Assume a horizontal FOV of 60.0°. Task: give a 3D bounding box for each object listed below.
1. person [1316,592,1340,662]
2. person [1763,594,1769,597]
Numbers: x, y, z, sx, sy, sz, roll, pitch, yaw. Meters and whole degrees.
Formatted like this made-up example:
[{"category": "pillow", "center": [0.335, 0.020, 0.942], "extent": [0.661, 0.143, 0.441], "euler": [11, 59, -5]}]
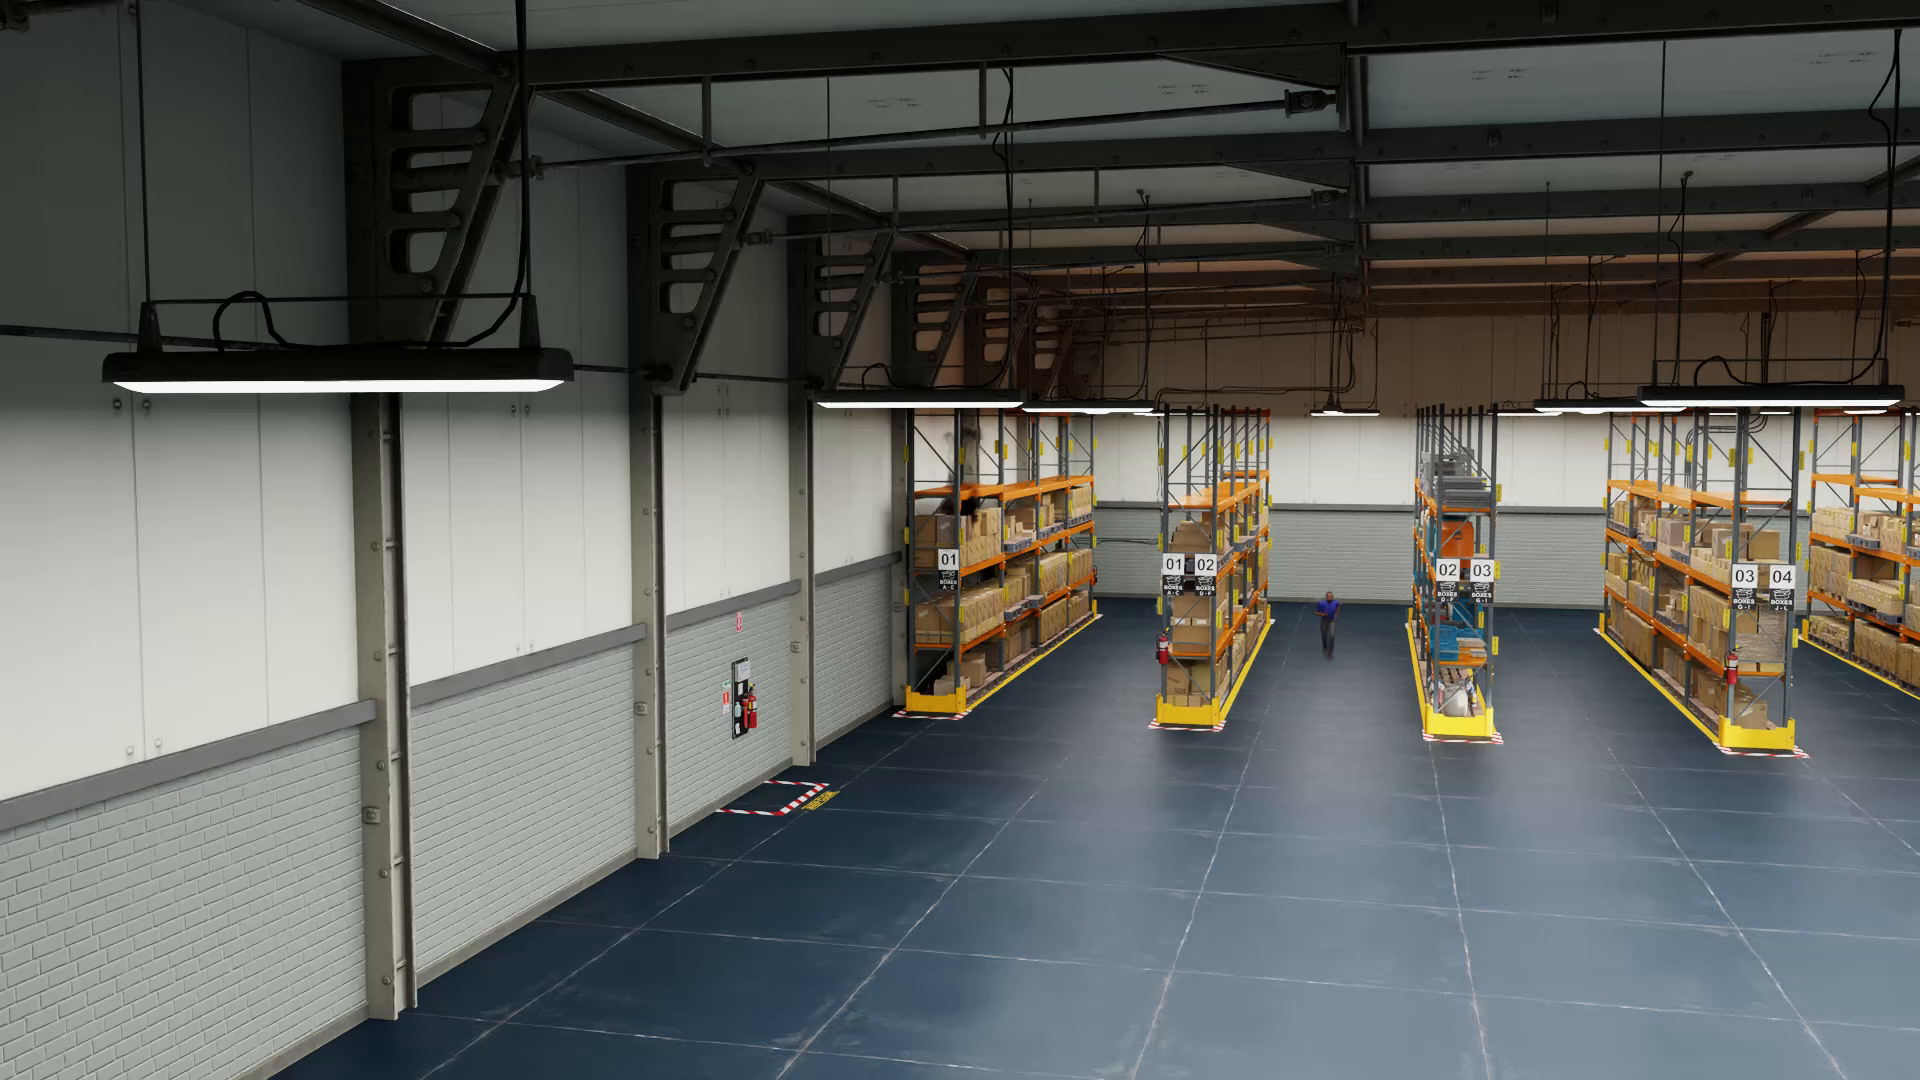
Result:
[{"category": "person", "center": [8.767, 2.037, 39.665], "extent": [0.577, 1.666, 0.957], "euler": [1, 4, 9]}, {"category": "person", "center": [20.524, 1.742, 42.449], "extent": [0.680, 1.685, 0.590], "euler": [2, 4, 21]}]
